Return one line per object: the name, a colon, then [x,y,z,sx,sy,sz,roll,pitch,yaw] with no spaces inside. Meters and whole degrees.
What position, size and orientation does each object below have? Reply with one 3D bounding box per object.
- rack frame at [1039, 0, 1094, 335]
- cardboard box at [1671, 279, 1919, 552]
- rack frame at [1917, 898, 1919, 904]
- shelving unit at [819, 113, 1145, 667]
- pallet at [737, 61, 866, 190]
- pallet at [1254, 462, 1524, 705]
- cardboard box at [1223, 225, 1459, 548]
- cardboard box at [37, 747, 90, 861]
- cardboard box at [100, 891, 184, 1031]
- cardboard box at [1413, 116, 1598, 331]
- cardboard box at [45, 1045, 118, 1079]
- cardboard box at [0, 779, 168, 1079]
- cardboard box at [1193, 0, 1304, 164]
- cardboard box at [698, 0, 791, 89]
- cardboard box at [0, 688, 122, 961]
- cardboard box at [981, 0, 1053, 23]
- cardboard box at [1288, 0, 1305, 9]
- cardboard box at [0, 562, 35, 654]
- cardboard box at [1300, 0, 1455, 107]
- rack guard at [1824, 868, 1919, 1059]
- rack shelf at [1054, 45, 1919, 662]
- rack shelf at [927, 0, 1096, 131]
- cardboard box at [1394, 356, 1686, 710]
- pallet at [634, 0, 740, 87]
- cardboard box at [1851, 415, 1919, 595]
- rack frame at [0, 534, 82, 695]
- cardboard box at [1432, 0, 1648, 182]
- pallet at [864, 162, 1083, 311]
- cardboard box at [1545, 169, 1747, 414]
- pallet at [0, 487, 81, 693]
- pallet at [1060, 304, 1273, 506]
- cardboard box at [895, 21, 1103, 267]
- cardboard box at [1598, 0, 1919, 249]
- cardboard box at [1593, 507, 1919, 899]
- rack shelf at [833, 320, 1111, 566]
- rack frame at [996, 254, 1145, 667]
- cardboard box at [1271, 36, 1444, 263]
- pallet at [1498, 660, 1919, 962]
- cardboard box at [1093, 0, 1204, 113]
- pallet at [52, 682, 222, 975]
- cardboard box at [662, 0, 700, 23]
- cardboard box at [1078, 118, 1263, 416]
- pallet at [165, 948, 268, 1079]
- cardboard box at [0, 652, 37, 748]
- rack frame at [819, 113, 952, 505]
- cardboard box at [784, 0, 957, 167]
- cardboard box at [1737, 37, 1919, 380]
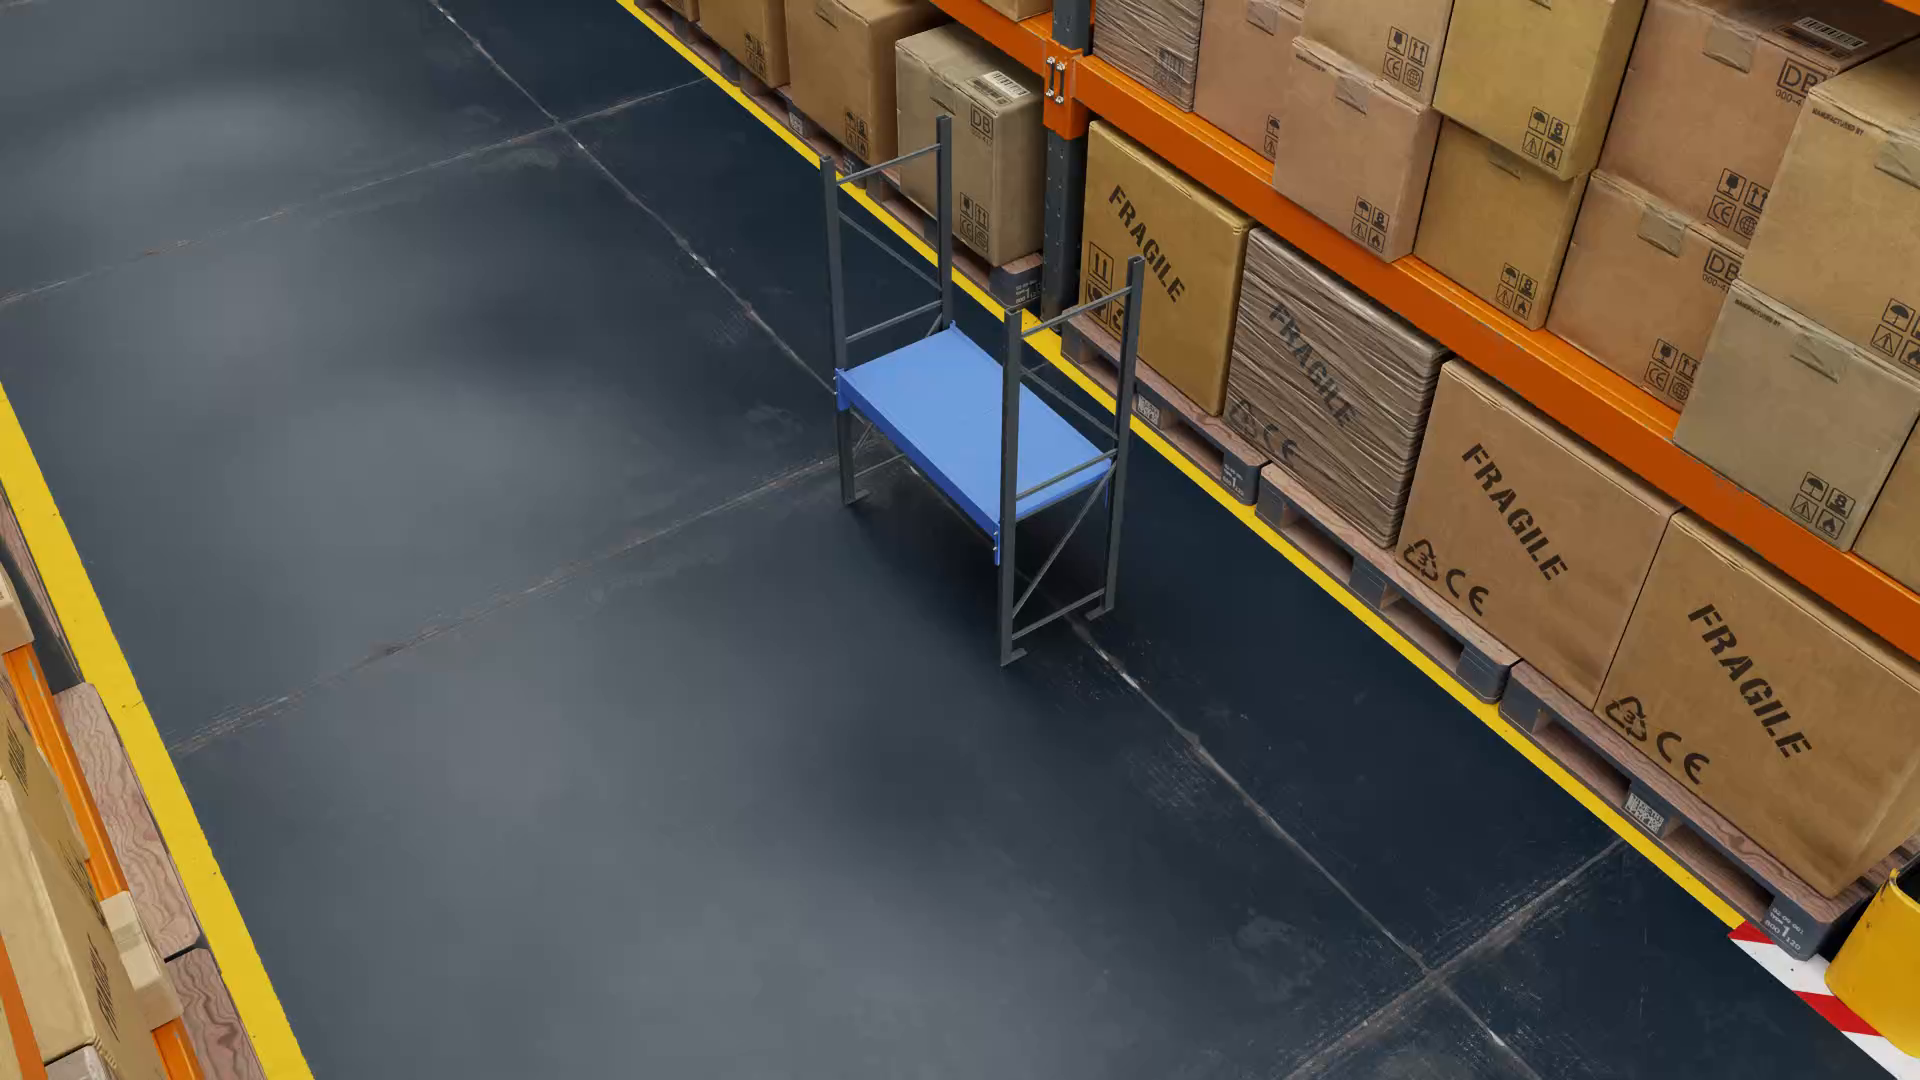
rack frame: [0.792,-2.204,6.387,1.000,3.000,0.127,-26,49,-24]
cardboard box: [2.498,-0.488,4.480,0.875,0.550,0.550,-26,49,-24]
rack frame: [3.080,0.061,4.013,1.000,3.000,0.127,-26,49,-24]
shelving unit: [0.049,-0.494,5.682,0.538,1.500,1.048,-26,49,-24]
pallet: [-0.413,-2.294,8.500,1.003,0.211,1.213,-26,49,-24]
pallet: [1.865,-0.042,6.141,1.003,0.211,1.213,-26,49,-24]
cardboard box: [1.613,-0.695,6.040,0.875,0.875,0.875,-25,49,-24]
cardboard box: [-2.124,0.650,3.579,0.380,0.149,0.250,-26,49,-24]
cardboard box: [-1.792,0.911,3.306,0.380,0.149,0.250,-26,49,-24]
cardboard box: [1.944,-1.139,5.162,0.875,0.550,0.500,-26,49,-24]
cardboard box: [-1.137,1.039,1.978,0.500,0.500,0.500,-26,49,-24]
cardboard box: [-1.417,0.753,2.277,0.500,0.500,0.500,-26,49,-24]
cardboard box: [1.346,-1.752,5.804,0.875,0.550,0.550,-26,49,-24]
cardboard box: [-0.719,-2.933,8.476,1.050,0.750,0.750,-25,49,-24]
cardboard box: [-1.704,0.470,2.573,0.500,0.500,0.500,-26,49,-24]
cardboard box: [0.274,-2.430,6.551,0.500,0.500,0.500,-26,49,-25]
cardboard box: [1.385,-2.161,5.451,0.875,0.550,0.550,-26,49,-24]
cardboard box: [-2.506,0.203,4.047,0.380,0.149,0.250,-26,49,-24]
cardboard box: [1.581,-1.801,5.073,0.875,0.550,0.550,-26,49,-24]
rack guard: [3.094,0.979,4.862,1.175,0.500,0.348,-26,49,-24]
rack shelf: [1.936,-0.811,5.448,1.077,0.370,4.000,-26,49,-24]
rack shelf: [-0.352,-3.077,7.821,1.077,0.370,4.000,-26,49,-24]
cardboard box: [2.133,-0.177,5.498,0.875,0.875,0.875,-26,50,-25]
pallet: [-1.107,-2.985,9.224,1.003,0.211,1.213,-26,49,-24]
cardboard box: [2.831,-0.185,4.163,0.875,0.550,0.550,-26,49,-24]
rack frame: [-3.334,-0.302,4.394,1.000,3.000,0.127,-26,49,-24]
cardboard box: [1.891,-1.504,4.762,0.875,0.550,0.500,-26,49,-24]
pallet: [0.289,-1.603,7.776,1.003,0.211,1.213,-26,49,-24]
cardboard box: [2.281,-0.855,4.865,0.875,0.550,0.550,-26,49,-24]
pallet: [-3.781,0.266,5.818,1.003,0.211,1.213,-26,49,-24]
pallet: [1.163,-0.734,6.866,1.003,0.211,1.213,-26,49,-24]
cardboard box: [0.363,-1.858,7.349,1.050,0.750,0.750,-26,49,-25]
cardboard box: [2.301,-1.255,4.502,0.875,0.550,0.550,-26,49,-24]
cardboard box: [2.638,0.320,4.977,0.875,0.875,0.875,-25,49,-24]
rack shelf: [0.049,-0.364,5.806,0.538,0.185,1.000,-26,49,-24]
rack frame: [0.340,-0.206,5.380,0.500,1.500,0.032,-26,49,-24]
cardboard box: [1.558,-1.399,5.435,0.875,0.550,0.550,-26,49,-24]
pallet: [2.559,0.648,5.418,1.003,0.211,1.213,-26,49,-24]
cardboard box: [1.013,-2.054,6.121,0.875,0.550,0.550,-26,49,-24]
pallet: [-2.921,1.073,4.973,1.003,0.211,1.213,-26,49,-24]
cardboard box: [-1.222,-3.427,8.993,1.050,0.750,0.750,-26,50,-25]
cardboard box: [1.094,-1.204,6.573,0.875,0.875,0.875,-25,49,-24]
pallet: [-2.219,1.765,4.249,1.003,0.211,1.213,-26,49,-24]
cardboard box: [-1.995,0.190,2.867,0.500,0.500,0.500,-26,49,-24]
rack frame: [-0.242,-0.782,5.983,0.500,1.500,0.032,-26,49,-24]
cardboard box: [-0.186,-2.406,7.923,1.050,0.750,0.750,-26,49,-24]
cardboard box: [2.510,-0.884,4.113,0.875,0.550,0.550,-26,49,-24]
